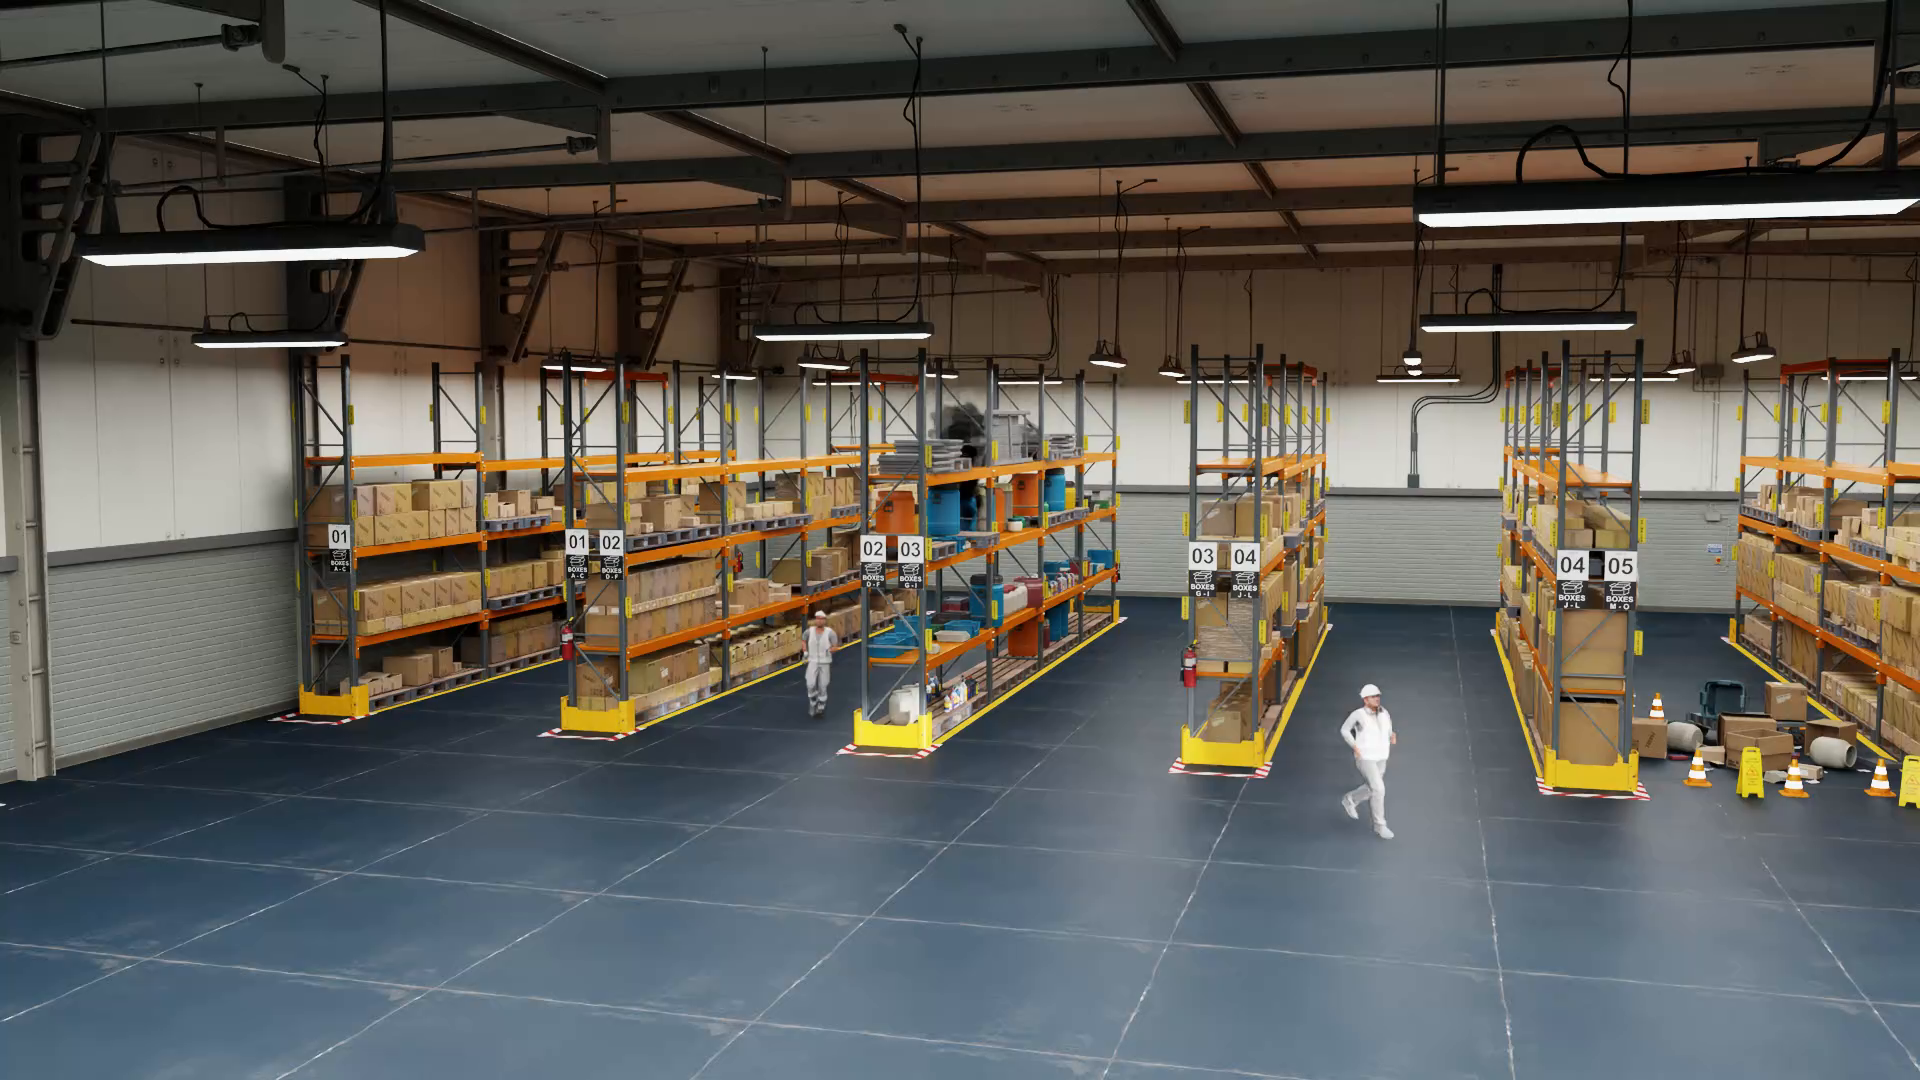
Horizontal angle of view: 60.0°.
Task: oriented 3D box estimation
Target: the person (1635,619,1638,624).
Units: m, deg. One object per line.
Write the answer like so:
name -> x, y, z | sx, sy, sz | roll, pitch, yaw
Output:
person -> 15.206, 1.275, 38.152 | 0.622, 1.726, 0.659 | 1, 4, 10

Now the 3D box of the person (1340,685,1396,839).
person -> 4.943, 2.620, 20.019 | 0.649, 1.786, 0.880 | -2, 5, -30

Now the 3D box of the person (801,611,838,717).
person -> -2.337, 2.053, 27.512 | 0.634, 1.767, 0.670 | 0, 4, 0
